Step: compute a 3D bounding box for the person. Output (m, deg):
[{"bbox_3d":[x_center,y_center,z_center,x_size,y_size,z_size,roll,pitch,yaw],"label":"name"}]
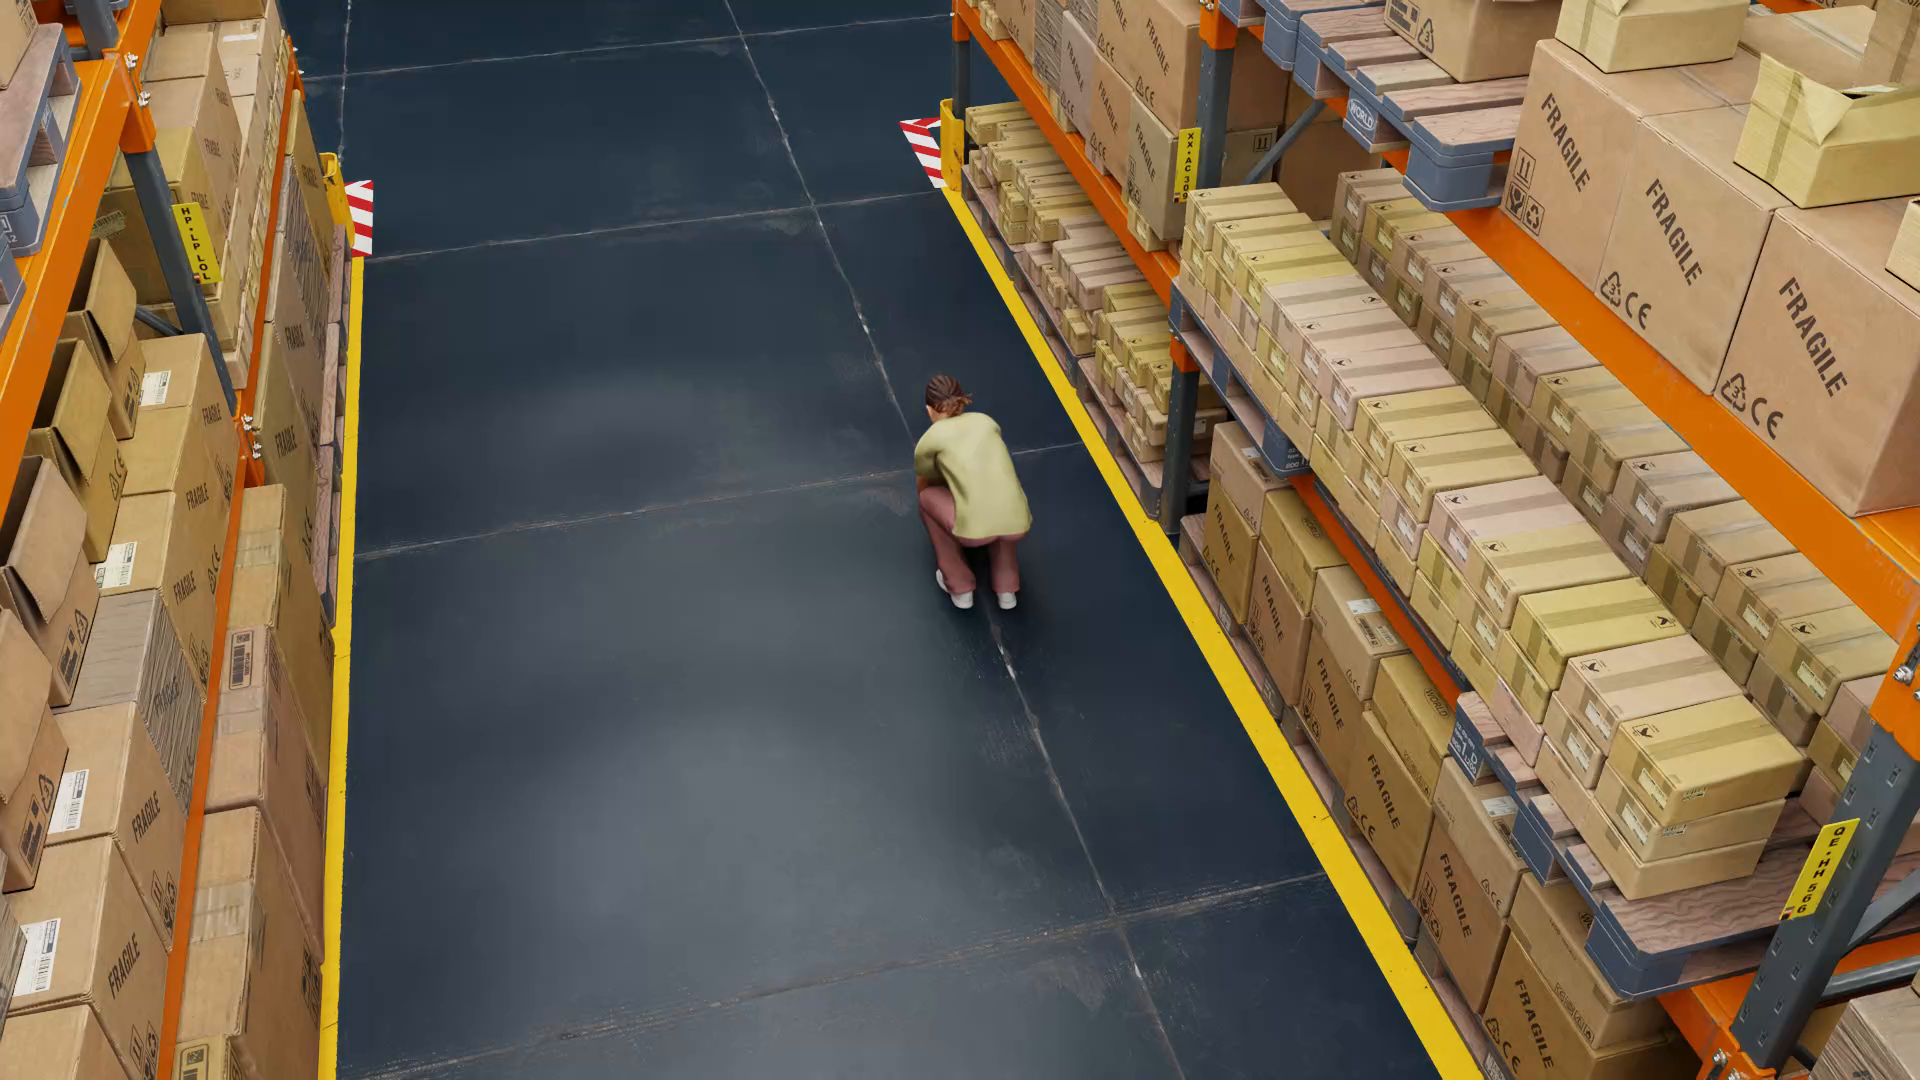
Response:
[{"bbox_3d":[0.048,-0.187,7.557,0.458,0.928,0.823,-11,40,-13],"label":"person"}]
